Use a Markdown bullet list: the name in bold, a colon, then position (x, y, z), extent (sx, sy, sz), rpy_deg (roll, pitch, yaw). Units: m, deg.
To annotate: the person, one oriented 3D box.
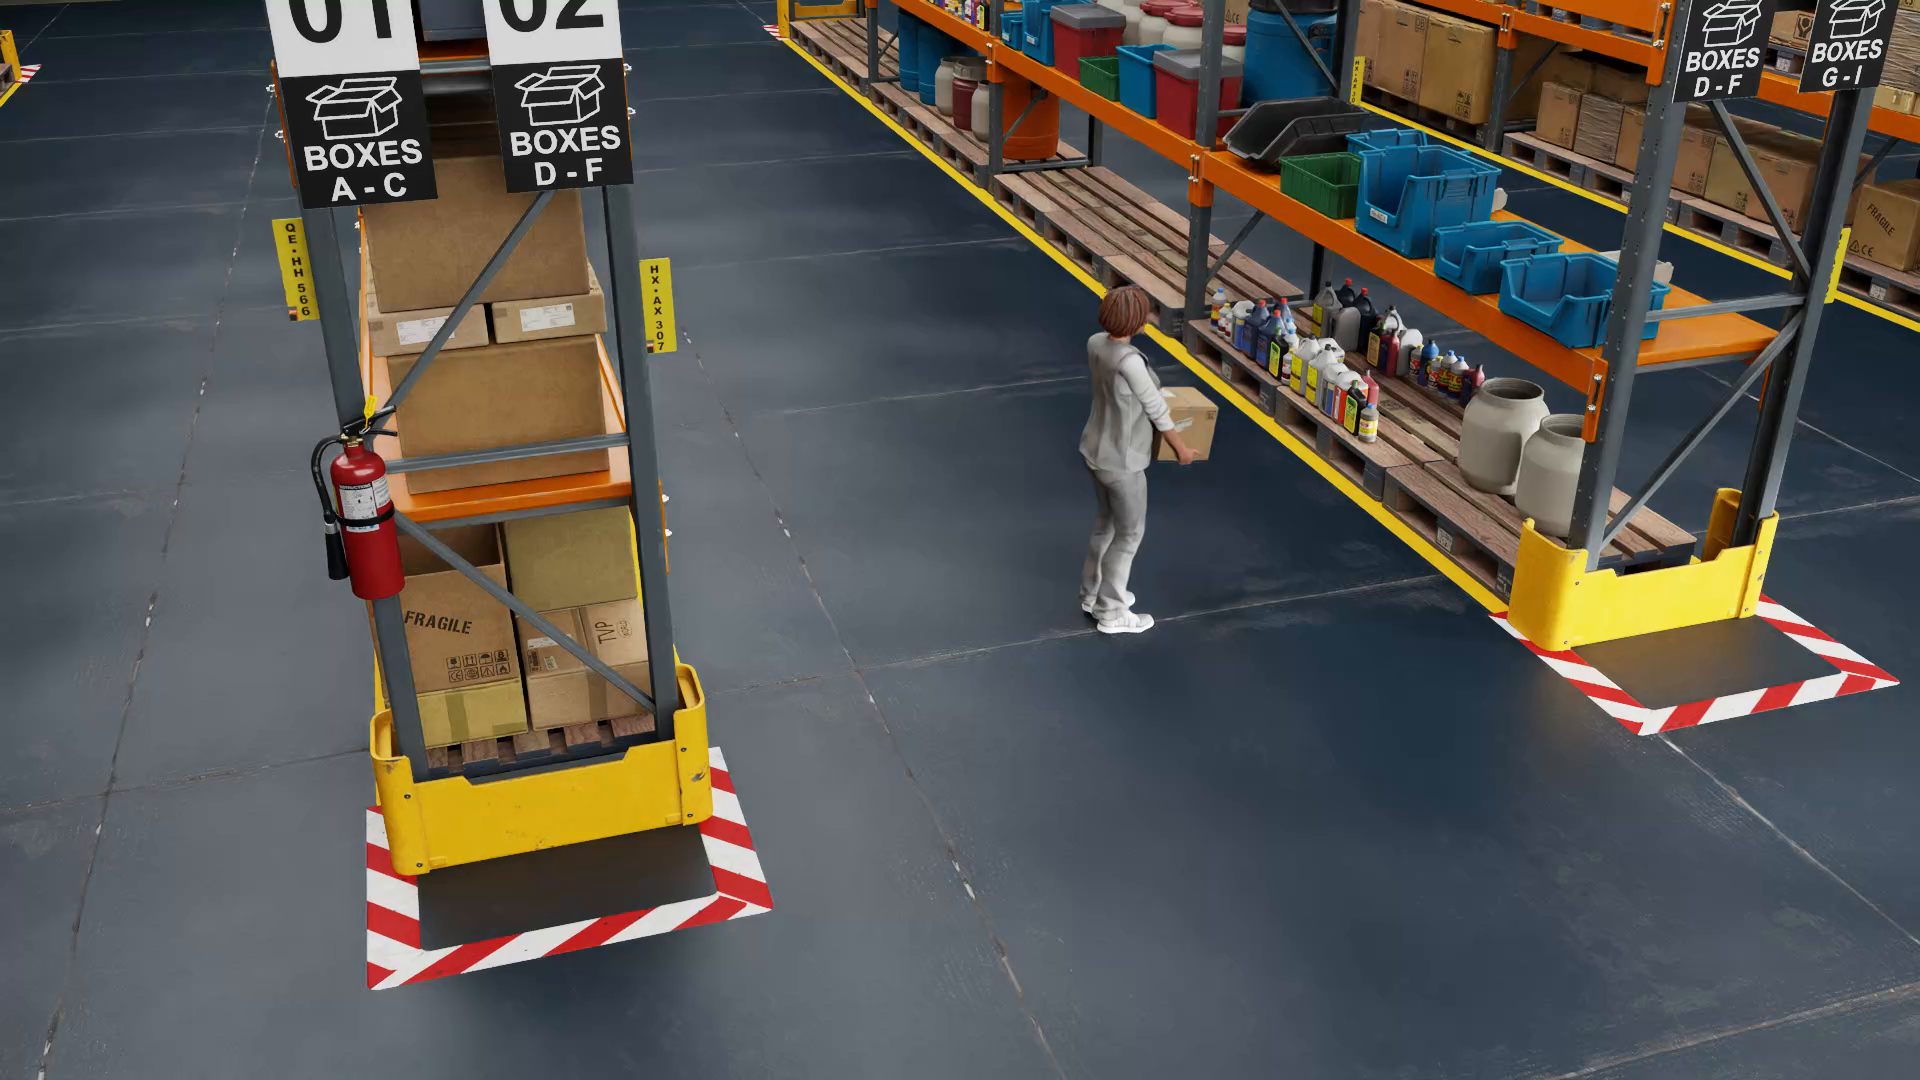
- **person**: position (0.776, -0.356, 7.350), extent (0.502, 1.590, 0.375), rpy_deg (-9, 28, -17)
